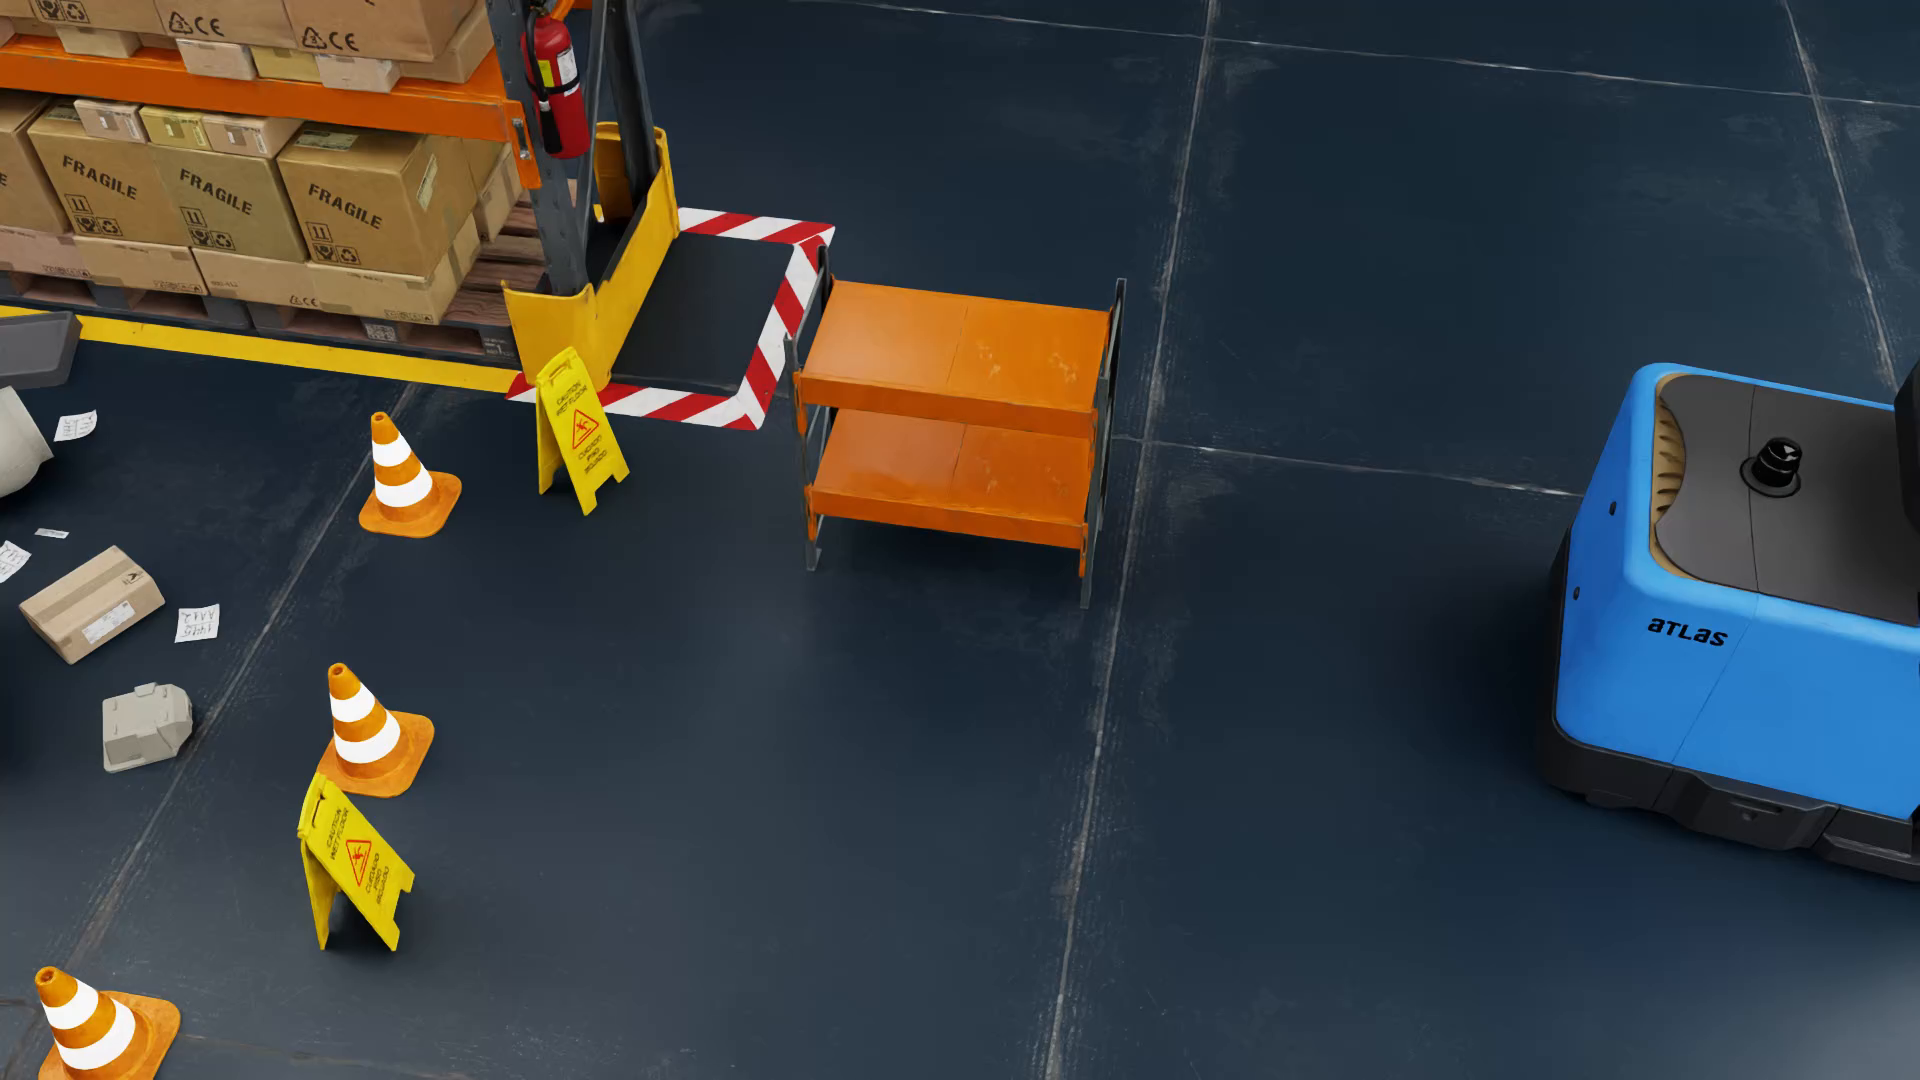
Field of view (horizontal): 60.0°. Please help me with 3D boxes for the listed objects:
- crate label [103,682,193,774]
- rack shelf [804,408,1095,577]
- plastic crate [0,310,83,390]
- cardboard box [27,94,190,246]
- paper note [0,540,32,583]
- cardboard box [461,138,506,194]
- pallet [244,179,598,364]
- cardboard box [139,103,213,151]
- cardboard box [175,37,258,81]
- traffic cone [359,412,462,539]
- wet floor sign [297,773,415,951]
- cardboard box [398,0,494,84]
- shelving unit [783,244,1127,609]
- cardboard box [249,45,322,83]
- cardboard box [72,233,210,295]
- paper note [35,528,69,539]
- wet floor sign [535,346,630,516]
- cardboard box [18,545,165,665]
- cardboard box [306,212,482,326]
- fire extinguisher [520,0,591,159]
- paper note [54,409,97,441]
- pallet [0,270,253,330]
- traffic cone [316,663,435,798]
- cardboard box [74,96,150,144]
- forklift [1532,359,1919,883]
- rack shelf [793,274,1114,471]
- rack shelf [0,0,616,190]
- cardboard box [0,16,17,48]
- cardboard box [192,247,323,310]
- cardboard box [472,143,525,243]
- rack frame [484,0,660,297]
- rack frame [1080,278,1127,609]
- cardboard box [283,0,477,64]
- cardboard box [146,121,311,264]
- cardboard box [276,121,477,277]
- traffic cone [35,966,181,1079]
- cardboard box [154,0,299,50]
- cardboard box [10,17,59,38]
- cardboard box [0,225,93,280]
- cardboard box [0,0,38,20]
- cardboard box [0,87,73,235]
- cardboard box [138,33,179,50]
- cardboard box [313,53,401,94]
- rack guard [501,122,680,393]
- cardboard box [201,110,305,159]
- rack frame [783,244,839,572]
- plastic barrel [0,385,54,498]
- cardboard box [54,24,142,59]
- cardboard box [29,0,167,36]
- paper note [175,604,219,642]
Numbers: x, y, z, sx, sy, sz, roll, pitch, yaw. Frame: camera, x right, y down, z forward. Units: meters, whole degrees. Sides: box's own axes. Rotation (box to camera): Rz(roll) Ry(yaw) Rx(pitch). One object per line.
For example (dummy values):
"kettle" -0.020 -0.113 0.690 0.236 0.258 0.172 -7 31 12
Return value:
"crate label" -2.751 0.614 5.606 0.298 0.136 0.250 -15 50 -13
"rack shelf" -0.007 -0.213 6.014 1.000 0.278 0.538 8 49 7
"plastic crate" -3.988 -0.774 6.892 0.583 0.080 0.402 -7 48 -7
"cardboard box" -3.295 -1.555 6.692 0.500 0.500 0.500 7 48 6
"paper note" -3.544 0.077 6.168 0.142 0.019 0.148 23 52 20
"cardboard box" -2.219 -1.813 6.924 0.500 0.500 0.500 6 48 6
"pallet" -2.319 -1.240 7.223 1.213 0.211 1.003 8 49 7
"cardboard box" -2.906 -1.668 6.358 0.250 0.149 0.380 8 49 7
"cardboard box" -2.633 -1.852 6.066 0.250 0.149 0.380 8 49 8
"traffic cone" -2.103 -0.294 6.203 0.334 0.463 0.336 8 49 7
"wet floor sign" -1.851 0.949 4.963 0.232 0.644 0.267 0 48 0
"cardboard box" -1.857 -1.838 6.054 0.250 0.149 0.380 9 49 8
"shelving unit" -0.007 -0.377 5.832 1.048 1.125 0.538 8 49 7
"cardboard box" -2.374 -1.840 6.055 0.250 0.149 0.380 7 48 6
"cardboard box" -3.318 -1.300 6.968 0.500 0.250 0.500 6 48 5
"paper note" -3.422 -0.025 6.266 0.123 0.001 0.032 8 49 7
"wet floor sign" -1.454 -0.434 6.206 0.232 0.644 0.267 23 52 20
"cardboard box" -3.099 0.229 5.944 0.250 0.149 0.380 32 56 26
"cardboard box" -2.318 -1.164 6.845 0.500 0.250 0.500 7 48 7
"fire extinguisher" -1.420 -1.651 5.769 0.183 0.674 0.296 8 49 7
"paper note" -3.533 -0.459 6.642 0.148 0.019 0.142 -7 48 -7
"pallet" -3.516 -1.403 7.369 1.213 0.211 1.003 8 49 7
"traffic cone" -1.966 0.564 5.432 0.334 0.463 0.336 8 49 7
"cardboard box" -3.165 -1.704 6.391 0.250 0.149 0.380 10 49 8
"forklift" 3.468 -0.182 4.443 3.031 2.935 1.130 13 49 11
"rack shelf" -0.007 -0.572 5.615 1.000 0.278 0.538 8 49 7
"rack shelf" -3.419 -2.053 6.562 4.000 0.370 1.077 8 49 7
"cardboard box" -3.624 -2.009 6.207 0.250 0.149 0.380 7 48 7
"cardboard box" -2.802 -1.235 6.909 0.500 0.250 0.500 8 49 7
"cardboard box" -2.195 -1.559 7.201 0.500 0.250 0.500 7 48 7
"rack frame" -1.451 -2.029 6.057 0.127 3.000 1.000 8 49 7
"rack frame" 0.494 -0.310 5.772 0.032 1.125 0.500 8 49 7
"cardboard box" -2.034 -2.032 5.792 0.500 0.500 0.500 7 48 6
"cardboard box" -2.800 -1.483 6.628 0.500 0.500 0.500 9 49 8
"cardboard box" -2.286 -1.416 6.568 0.500 0.500 0.500 8 49 7
"traffic cone" -2.502 1.346 4.730 0.334 0.463 0.336 8 49 7
"cardboard box" -2.526 -2.102 5.855 0.500 0.500 0.500 8 49 7
"cardboard box" -3.358 -2.054 6.248 0.250 0.149 0.380 8 49 7
"cardboard box" -3.805 -1.373 7.034 0.500 0.250 0.500 7 48 6
"cardboard box" -3.513 -2.251 5.989 0.500 0.500 0.500 8 49 7
"cardboard box" -3.816 -1.622 6.753 0.500 0.500 0.500 10 49 9
"cardboard box" -2.860 -1.989 6.189 0.250 0.149 0.380 8 49 7
"cardboard box" -2.126 -1.790 6.011 0.250 0.149 0.380 7 48 6
"rack guard" -1.526 -1.204 6.995 0.348 0.500 1.175 8 49 7
"cardboard box" -2.659 -1.632 6.326 0.250 0.149 0.380 9 49 8
"rack frame" -0.507 -0.444 5.893 0.032 1.125 0.500 8 49 7
"plastic barrel" -3.753 -0.333 6.265 0.512 0.421 0.421 -32 55 -25
"cardboard box" -3.128 -1.956 6.160 0.250 0.149 0.380 7 48 6
"cardboard box" -3.018 -2.170 5.916 0.500 0.500 0.500 7 48 7
"paper note" -2.735 0.295 5.964 0.142 0.019 0.148 -7 48 -7
